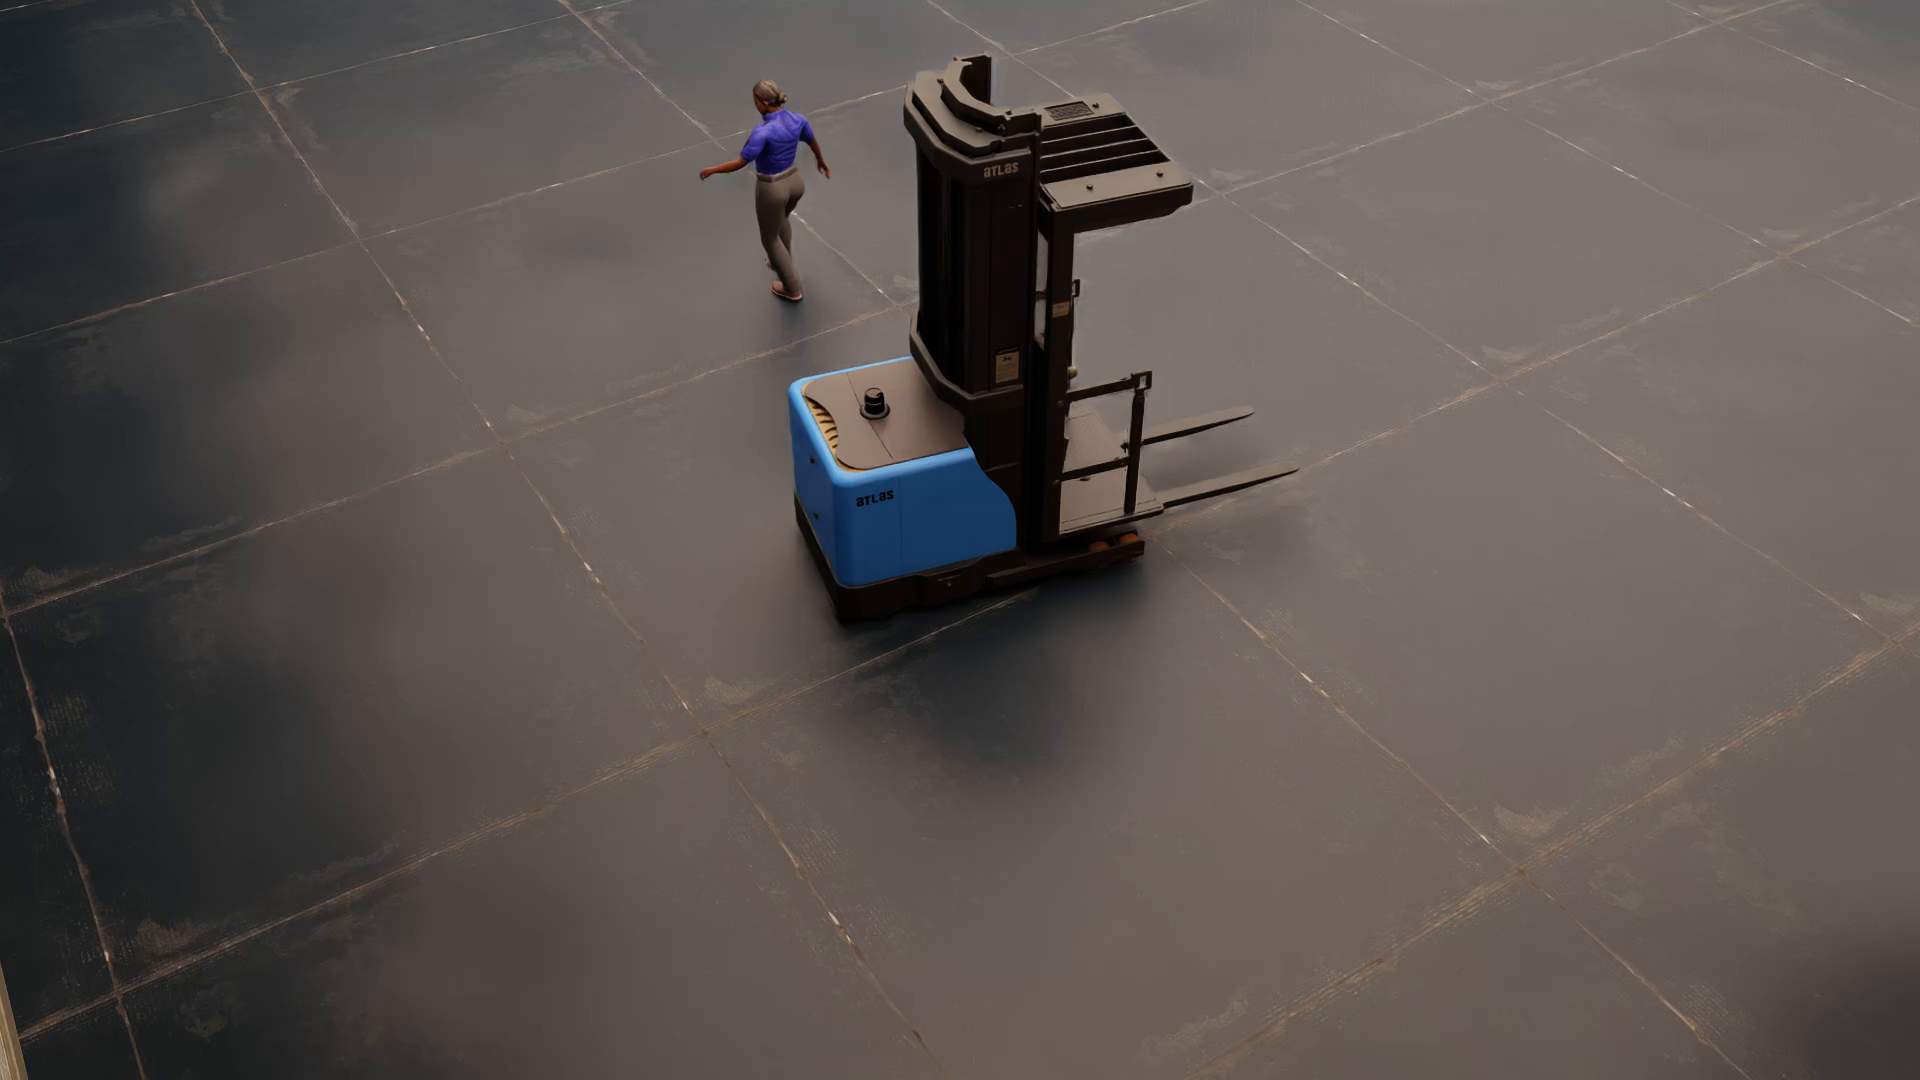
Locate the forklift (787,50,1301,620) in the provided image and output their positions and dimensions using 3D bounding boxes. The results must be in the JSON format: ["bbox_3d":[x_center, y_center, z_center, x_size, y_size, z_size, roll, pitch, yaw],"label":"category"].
[{"bbox_3d":[0.572,-1.245,9.295,3.031,2.935,1.130,-14,43,-15],"label":"forklift"}]

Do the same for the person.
[{"bbox_3d":[-1.324,-2.504,11.764,0.614,1.676,0.915,32,50,31],"label":"person"}]
